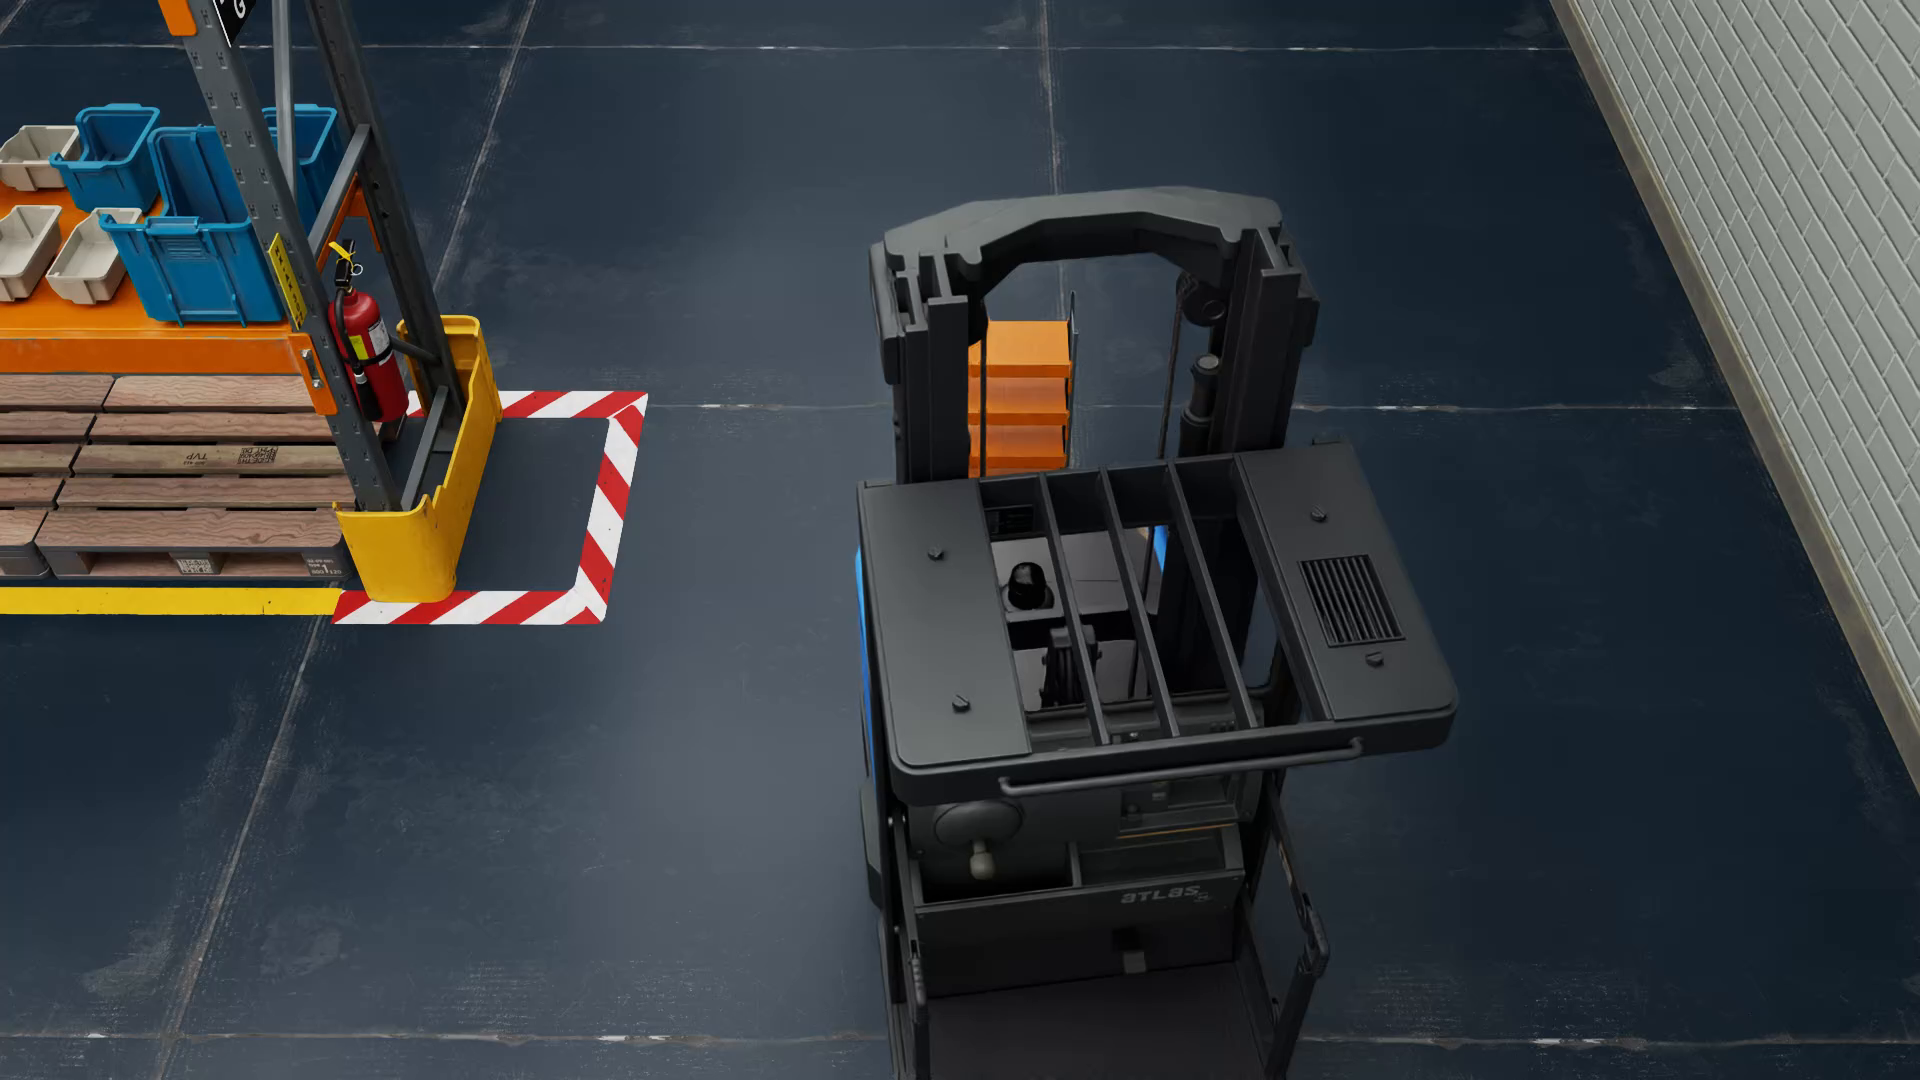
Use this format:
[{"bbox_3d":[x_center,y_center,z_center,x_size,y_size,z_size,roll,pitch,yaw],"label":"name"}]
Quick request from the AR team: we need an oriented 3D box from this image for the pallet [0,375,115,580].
[{"bbox_3d":[-4.259,-0.279,6.946,1.213,0.211,1.003,0,47,0],"label":"pallet"}]

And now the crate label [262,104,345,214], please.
[{"bbox_3d":[-2.464,-1.398,6.156,0.303,0.233,0.416,0,47,0],"label":"crate label"}]

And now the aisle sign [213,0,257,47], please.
[{"bbox_3d":[-2.147,-1.864,4.740,0.004,0.787,0.394,0,47,0],"label":"aisle sign"}]

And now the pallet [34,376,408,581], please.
[{"bbox_3d":[-3.042,-0.273,6.941,1.213,0.211,1.003,0,47,0],"label":"pallet"}]

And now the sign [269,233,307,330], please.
[{"bbox_3d":[-2.204,-0.846,5.457,0.005,0.325,0.100,0,47,0],"label":"sign"}]

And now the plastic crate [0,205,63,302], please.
[{"bbox_3d":[-3.324,-1.004,5.855,0.243,0.136,0.396,0,47,0],"label":"plastic crate"}]

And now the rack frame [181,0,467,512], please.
[{"bbox_3d":[-2.218,-1.193,5.892,0.127,3.000,1.000,0,47,0],"label":"rack frame"}]

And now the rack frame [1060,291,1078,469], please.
[{"bbox_3d":[0.410,-0.408,6.391,0.015,1.200,0.240,0,47,0],"label":"rack frame"}]

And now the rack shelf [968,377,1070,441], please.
[{"bbox_3d":[0.166,-0.515,6.277,0.480,0.148,0.258,0,47,0],"label":"rack shelf"}]

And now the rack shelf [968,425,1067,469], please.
[{"bbox_3d":[0.166,-0.363,6.440,0.480,0.148,0.258,0,47,0],"label":"rack shelf"}]

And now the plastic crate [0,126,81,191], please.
[{"bbox_3d":[-3.462,-1.428,6.250,0.298,0.136,0.250,0,47,0],"label":"plastic crate"}]

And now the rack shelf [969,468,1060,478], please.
[{"bbox_3d":[0.166,-0.227,6.586,0.480,0.148,0.258,0,47,0],"label":"rack shelf"}]

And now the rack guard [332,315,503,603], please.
[{"bbox_3d":[-2.194,-0.350,6.815,0.348,0.500,1.175,0,47,0],"label":"rack guard"}]

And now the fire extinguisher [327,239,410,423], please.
[{"bbox_3d":[-2.069,-0.706,5.746,0.183,0.674,0.296,0,47,0],"label":"fire extinguisher"}]

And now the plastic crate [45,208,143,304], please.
[{"bbox_3d":[-3.034,-0.993,5.845,0.243,0.136,0.396,0,47,0],"label":"plastic crate"}]

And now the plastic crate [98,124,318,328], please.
[{"bbox_3d":[-2.553,-1.089,5.730,0.499,0.435,0.616,0,47,0],"label":"plastic crate"}]

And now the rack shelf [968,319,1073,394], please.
[{"bbox_3d":[0.166,-0.676,6.104,0.480,0.148,0.258,0,47,0],"label":"rack shelf"}]

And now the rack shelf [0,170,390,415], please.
[{"bbox_3d":[-4.218,-0.953,6.160,4.000,0.370,1.077,0,47,0],"label":"rack shelf"}]

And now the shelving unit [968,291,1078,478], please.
[{"bbox_3d":[0.166,-0.408,6.391,0.503,1.200,0.258,0,47,0],"label":"shelving unit"}]

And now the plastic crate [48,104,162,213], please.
[{"bbox_3d":[-3.122,-1.399,6.158,0.300,0.233,0.416,0,47,0],"label":"plastic crate"}]

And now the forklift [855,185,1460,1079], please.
[{"bbox_3d":[0.355,0.743,4.137,1.130,2.935,3.031,-6,47,-5],"label":"forklift"}]

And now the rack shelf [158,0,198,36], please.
[{"bbox_3d":[-4.218,-1.975,5.062,4.000,0.370,1.077,0,47,0],"label":"rack shelf"}]
